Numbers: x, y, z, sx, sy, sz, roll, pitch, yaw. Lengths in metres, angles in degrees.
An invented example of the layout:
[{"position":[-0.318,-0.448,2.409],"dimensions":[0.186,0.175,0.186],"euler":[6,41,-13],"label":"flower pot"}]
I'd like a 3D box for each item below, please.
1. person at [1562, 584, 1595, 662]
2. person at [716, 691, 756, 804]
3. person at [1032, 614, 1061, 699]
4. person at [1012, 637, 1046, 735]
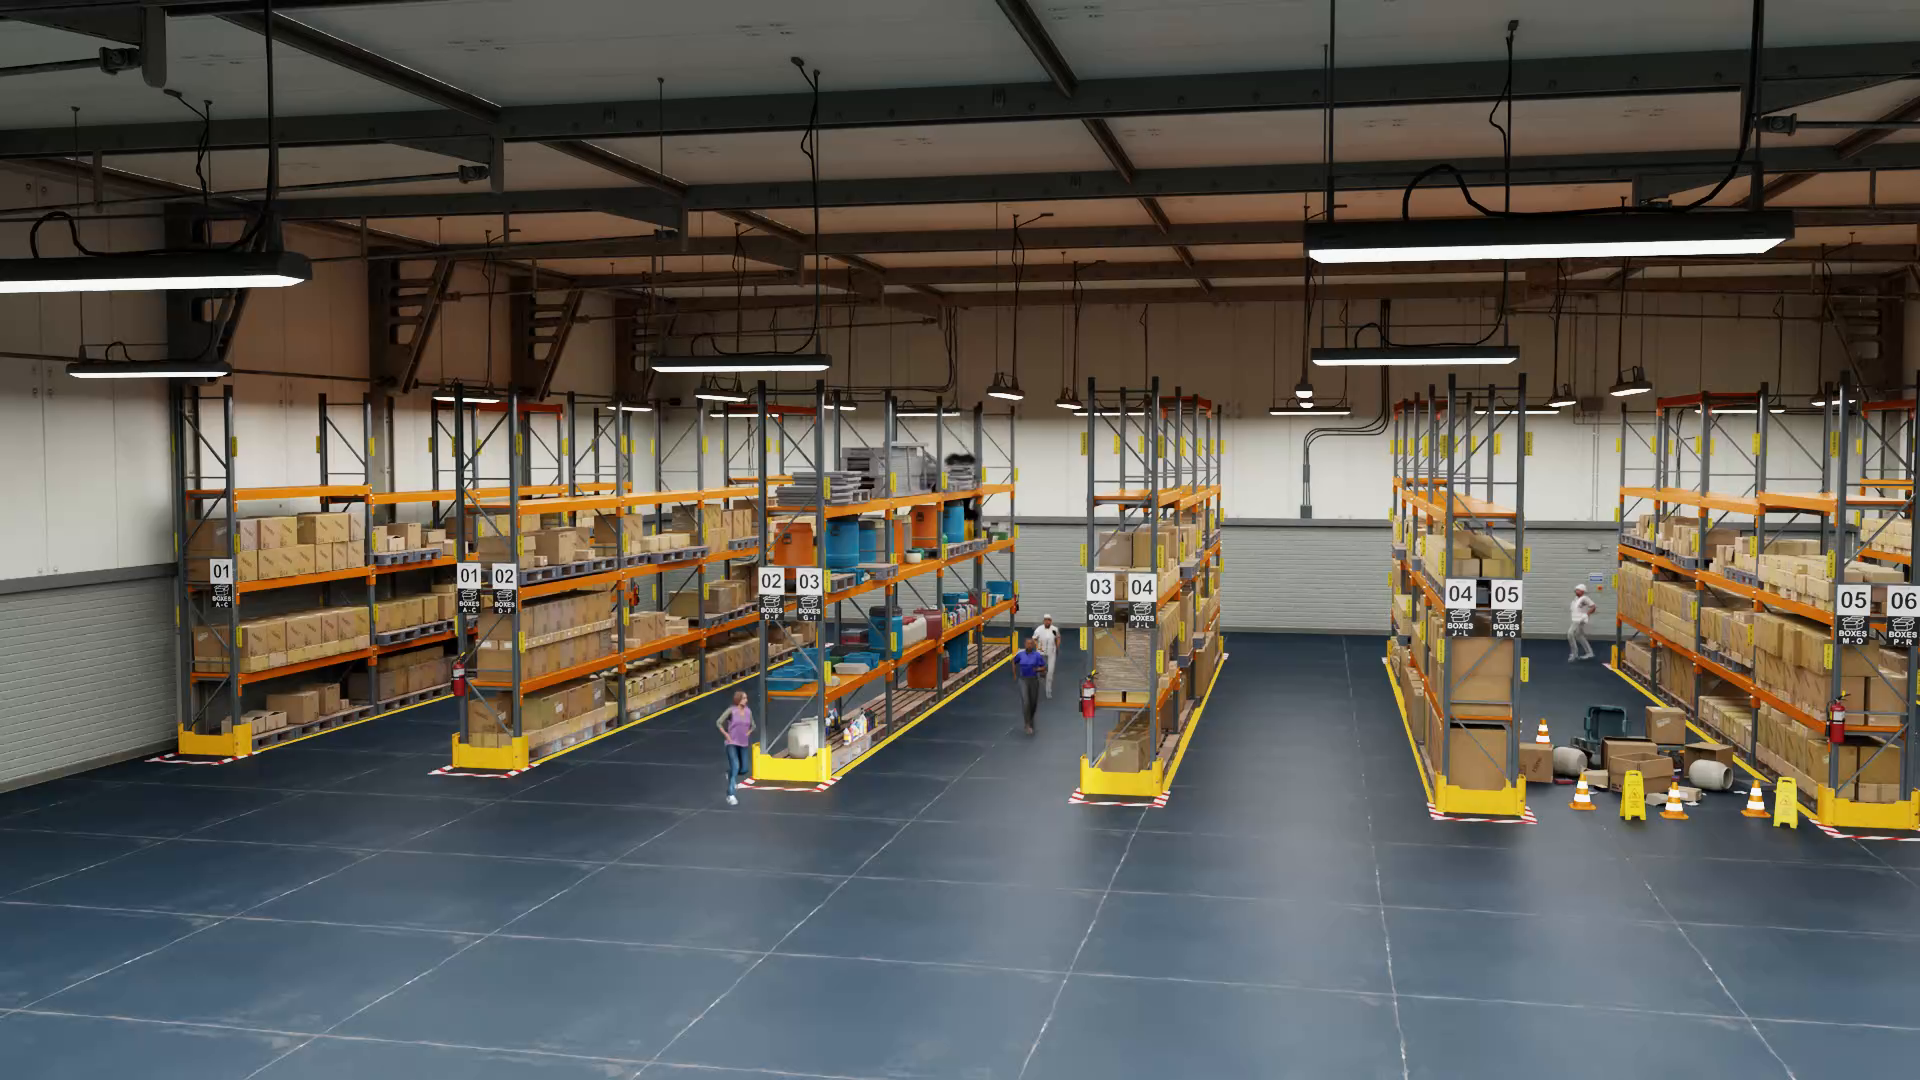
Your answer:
[{"position":[14.409,1.941,38.729],"dimensions":[0.735,1.835,0.654],"euler":[0,3,9],"label":"person"},{"position":[-3.177,2.926,23.722],"dimensions":[0.569,1.557,0.712],"euler":[-2,4,-35],"label":"person"},{"position":[1.742,2.326,33.563],"dimensions":[0.579,1.669,1.054],"euler":[0,3,7],"label":"person"},{"position":[1.213,2.520,29.107],"dimensions":[0.574,1.646,0.910],"euler":[0,3,-3],"label":"person"}]
